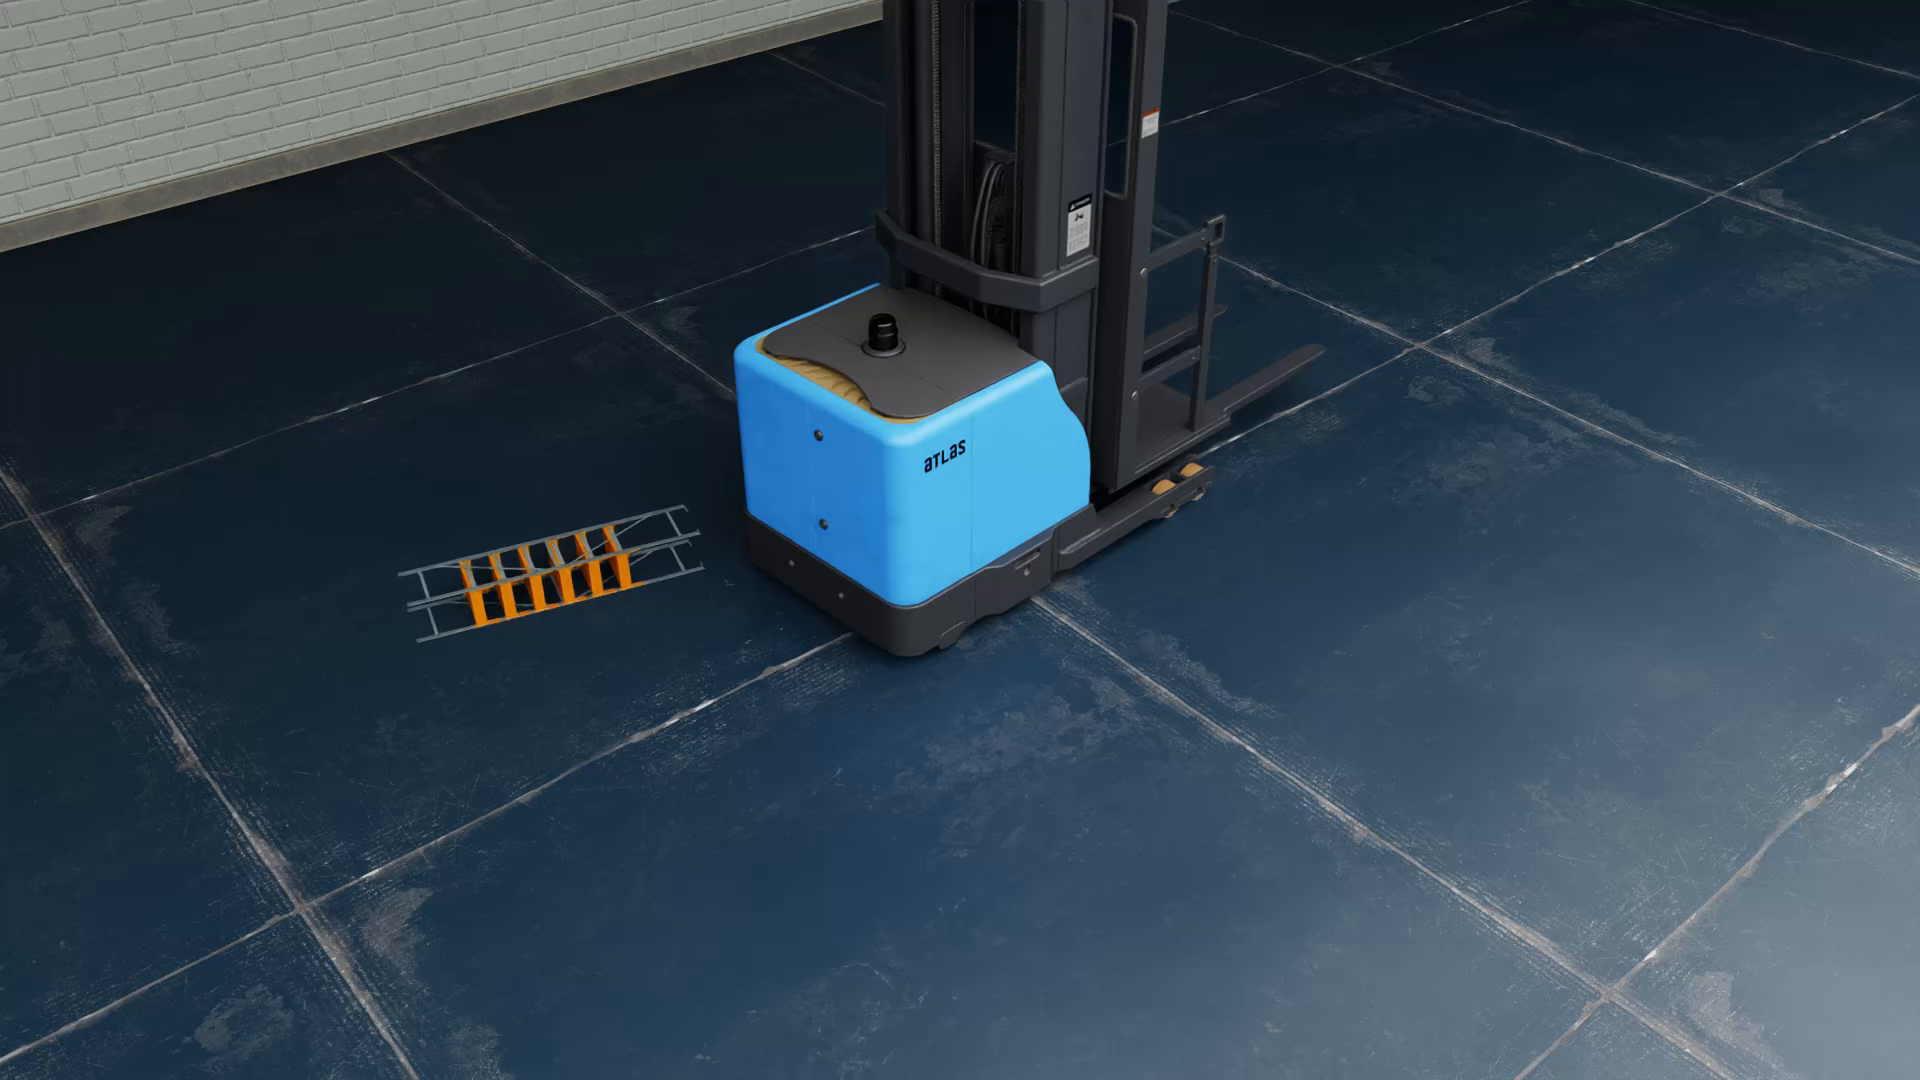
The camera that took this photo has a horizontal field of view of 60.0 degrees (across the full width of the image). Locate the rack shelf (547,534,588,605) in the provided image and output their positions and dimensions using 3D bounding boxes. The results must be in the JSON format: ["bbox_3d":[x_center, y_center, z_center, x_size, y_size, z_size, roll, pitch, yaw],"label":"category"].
[{"bbox_3d":[-1.640,0.119,6.914,0.103,0.180,0.258,-15,38,-20],"label":"rack shelf"}]

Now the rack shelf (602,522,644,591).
[{"bbox_3d":[-1.422,0.061,6.996,0.103,0.180,0.258,-15,38,-20],"label":"rack shelf"}]

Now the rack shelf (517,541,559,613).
[{"bbox_3d":[-1.749,0.148,6.873,0.103,0.180,0.258,-15,38,-20],"label":"rack shelf"}]

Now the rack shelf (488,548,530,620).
[{"bbox_3d":[-1.858,0.177,6.833,0.103,0.180,0.258,-15,38,-20],"label":"rack shelf"}]

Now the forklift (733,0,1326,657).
[{"bbox_3d":[0.498,-1.486,6.813,3.031,2.935,1.130,-30,45,-35],"label":"forklift"}]

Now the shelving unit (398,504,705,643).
[{"bbox_3d":[-1.680,0.130,6.899,1.200,0.189,0.258,-15,38,-20],"label":"shelving unit"}]

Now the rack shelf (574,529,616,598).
[{"bbox_3d":[-1.531,0.090,6.955,0.103,0.180,0.258,-15,38,-20],"label":"rack shelf"}]

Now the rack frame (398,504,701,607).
[{"bbox_3d":[-1.680,0.055,6.846,1.200,0.006,0.240,-15,38,-20],"label":"rack frame"}]

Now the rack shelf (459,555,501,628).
[{"bbox_3d":[-1.967,0.206,6.792,0.103,0.180,0.258,-15,38,-20],"label":"rack shelf"}]

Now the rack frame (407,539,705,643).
[{"bbox_3d":[-1.680,0.205,6.952,1.200,0.006,0.240,-15,38,-20],"label":"rack frame"}]
